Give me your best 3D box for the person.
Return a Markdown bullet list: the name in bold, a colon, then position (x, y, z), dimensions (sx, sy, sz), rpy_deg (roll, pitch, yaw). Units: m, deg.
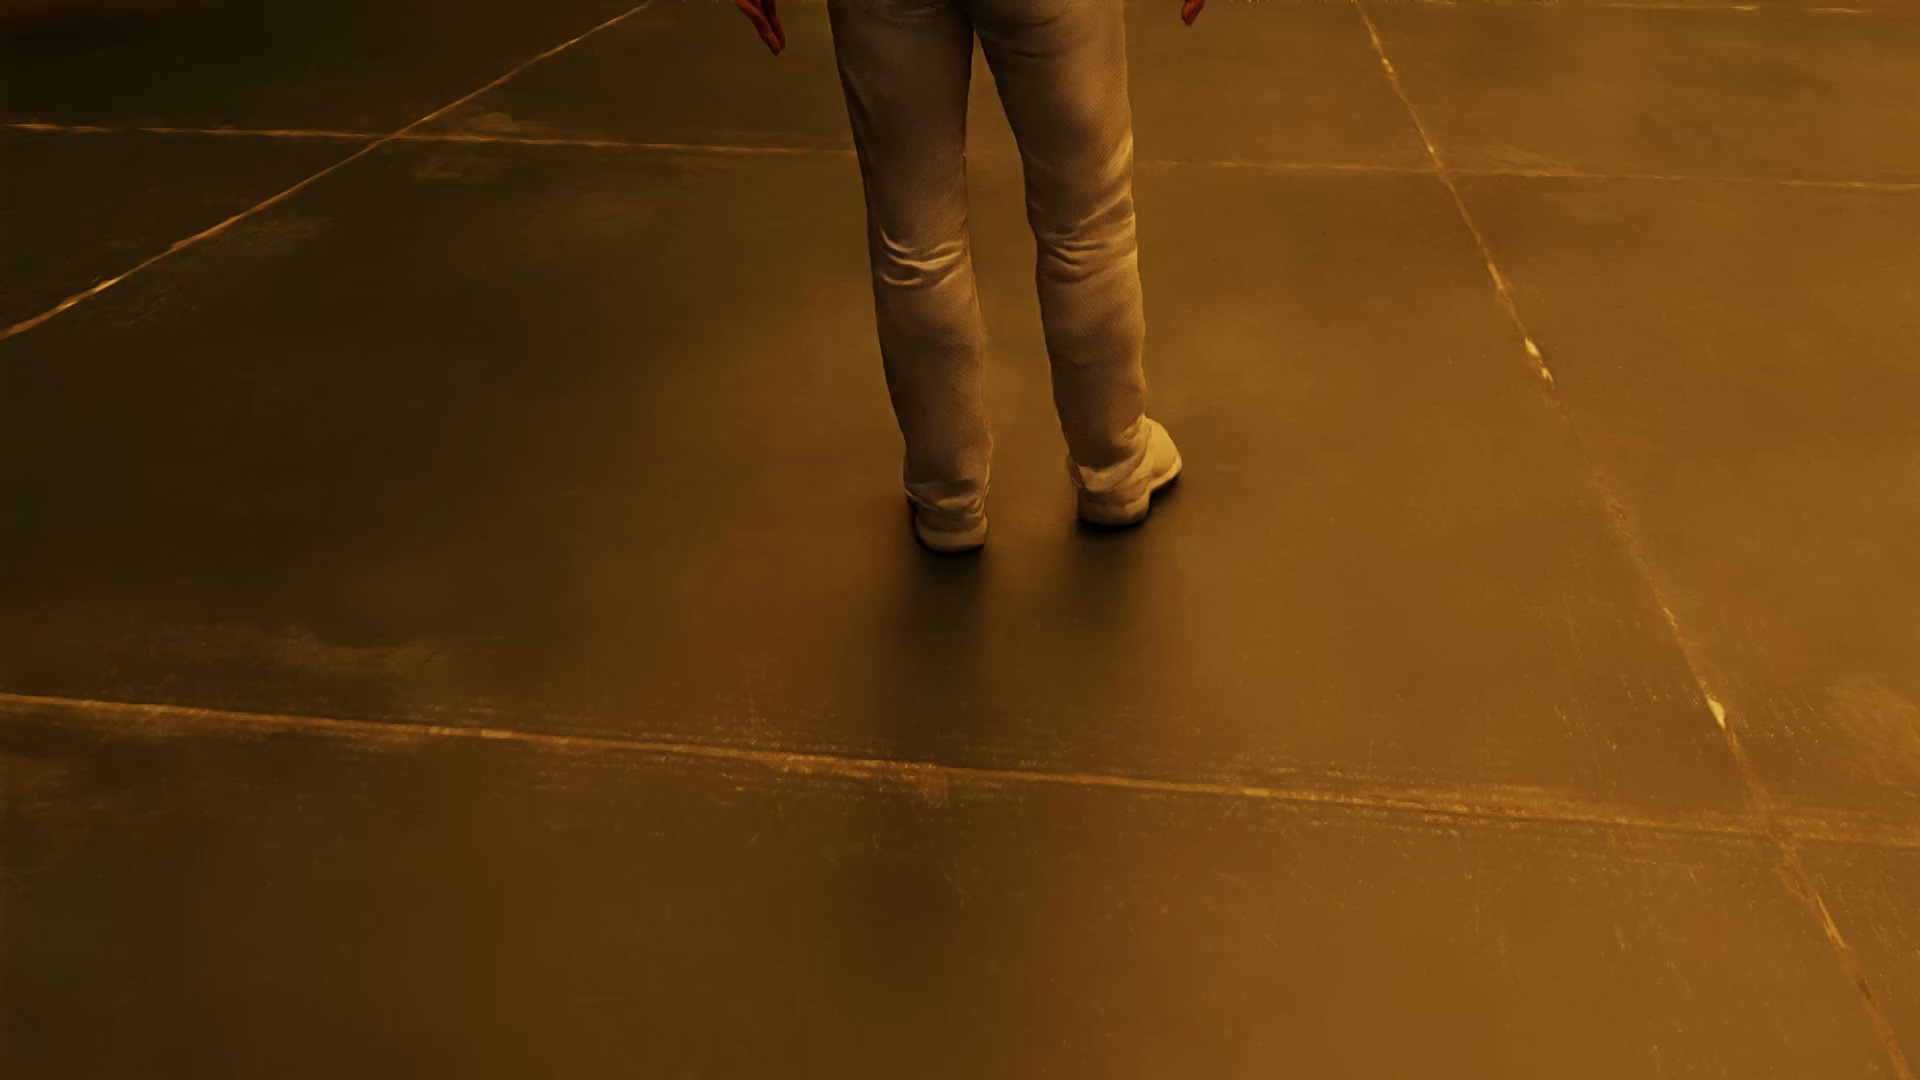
- **person**: position (0.014, -0.827, 2.164), dimensions (0.665, 1.766, 0.576), rpy_deg (3, 27, 7)
